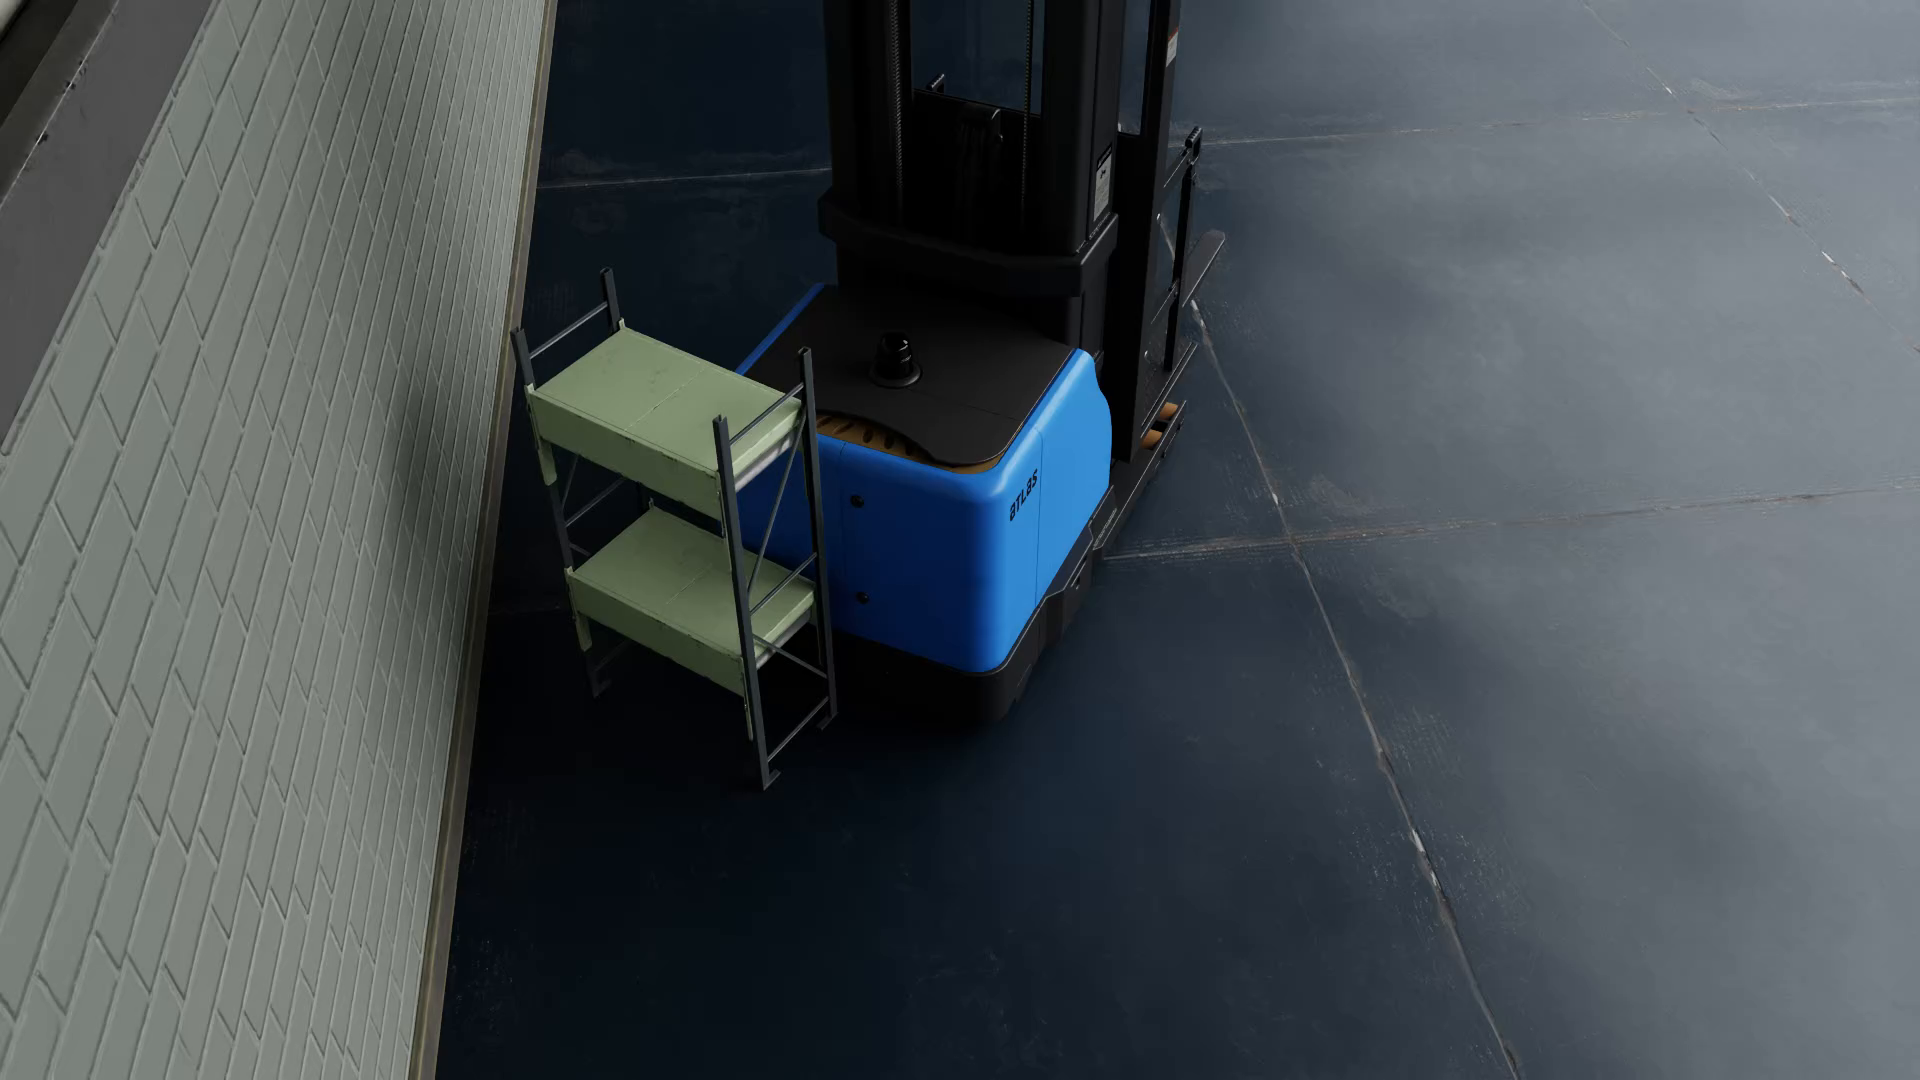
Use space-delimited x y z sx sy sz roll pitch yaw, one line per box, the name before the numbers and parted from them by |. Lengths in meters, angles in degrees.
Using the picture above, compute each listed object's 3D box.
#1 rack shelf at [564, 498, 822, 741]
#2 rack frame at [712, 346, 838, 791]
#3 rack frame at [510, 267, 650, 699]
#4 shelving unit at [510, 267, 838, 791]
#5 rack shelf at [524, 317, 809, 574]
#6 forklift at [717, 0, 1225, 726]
rack shelf | -0.837 0.244 5.347 0.720 0.370 0.431 24 47 24
rack frame | -0.531 0.136 4.979 0.023 1.500 0.400 24 47 24
rack frame | -1.143 -0.133 5.278 0.023 1.500 0.400 24 47 24
shelving unit | -0.837 0.001 5.129 0.755 1.500 0.431 24 47 24
rack shelf | -0.837 -0.288 4.867 0.720 0.370 0.431 24 47 24
forklift | 0.256 -1.468 5.689 1.130 2.935 3.031 17 45 18
